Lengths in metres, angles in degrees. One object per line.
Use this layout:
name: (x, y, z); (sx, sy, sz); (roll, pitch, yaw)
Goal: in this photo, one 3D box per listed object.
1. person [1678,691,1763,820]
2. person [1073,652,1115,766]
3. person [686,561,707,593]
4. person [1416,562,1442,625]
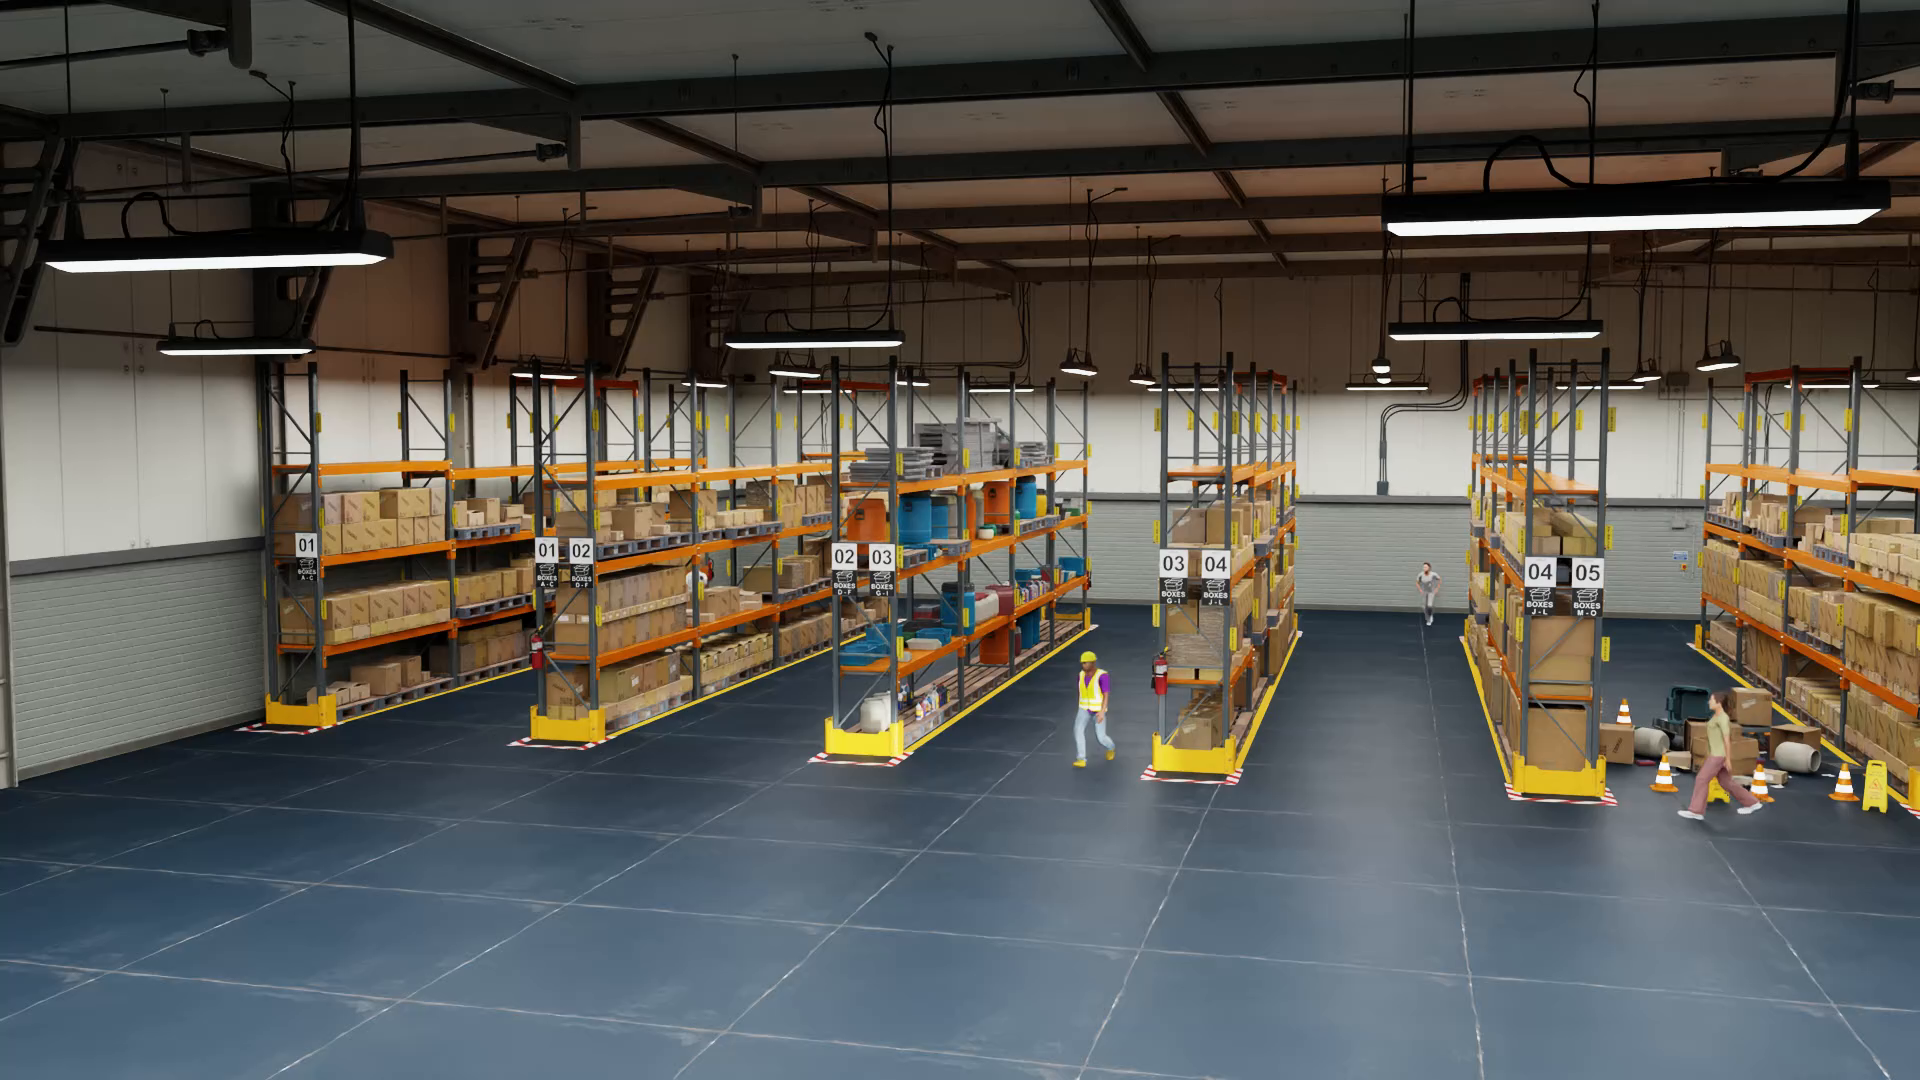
person: (9.572, 2.711, 20.880); (1.002, 1.627, 0.448); (1, 4, 16)
person: (1.933, 2.463, 24.405); (0.564, 1.649, 1.055); (2, 5, 32)
person: (-6.266, 1.348, 39.416); (0.511, 1.723, 1.038); (0, 4, 5)
person: (11.593, 1.328, 41.084); (0.604, 1.578, 0.691); (2, 4, 26)
